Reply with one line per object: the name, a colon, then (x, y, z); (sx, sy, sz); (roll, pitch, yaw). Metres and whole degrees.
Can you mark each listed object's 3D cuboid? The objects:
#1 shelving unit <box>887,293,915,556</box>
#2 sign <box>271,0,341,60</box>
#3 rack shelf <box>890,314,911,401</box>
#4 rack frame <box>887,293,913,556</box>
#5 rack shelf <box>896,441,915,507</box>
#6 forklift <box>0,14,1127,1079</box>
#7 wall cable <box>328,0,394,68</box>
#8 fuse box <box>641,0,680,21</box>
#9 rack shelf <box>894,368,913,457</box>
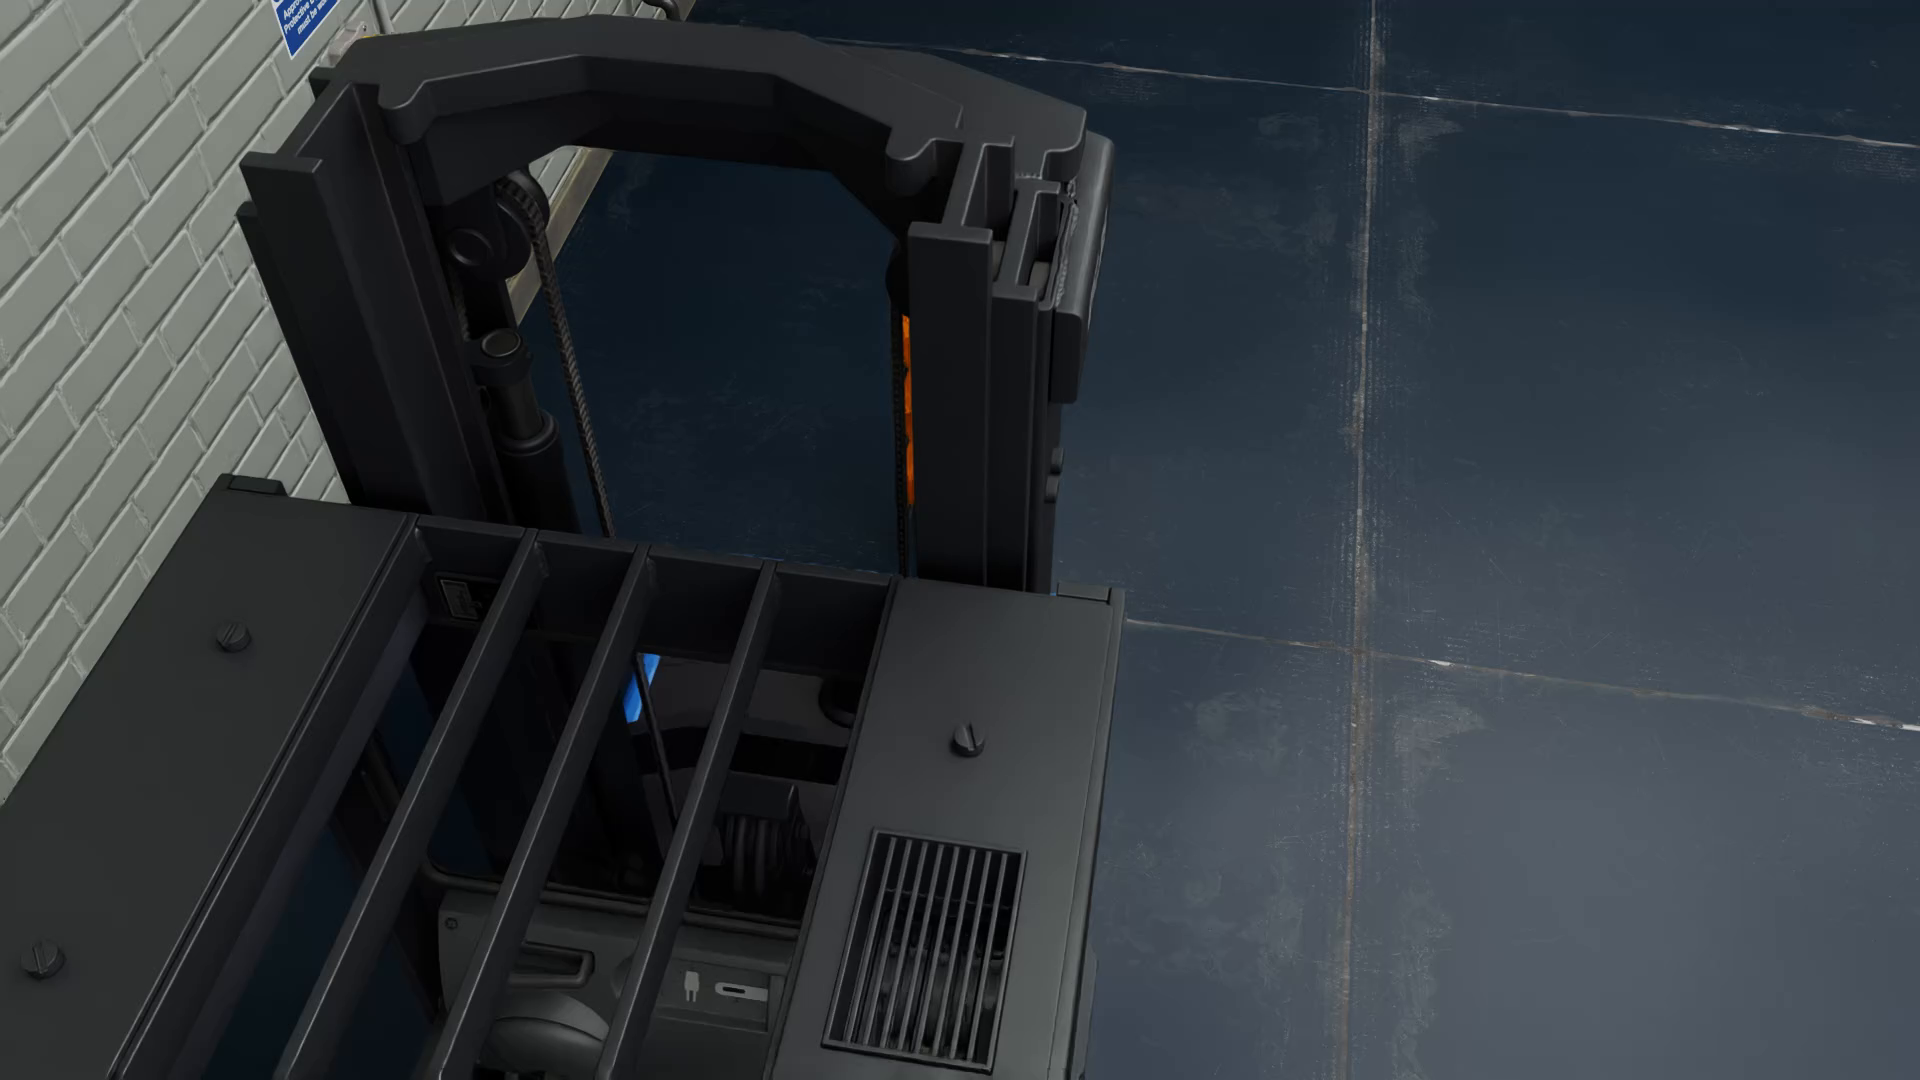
shelving unit: (-0.053, -0.358, 4.866); (0.252, 1.050, 0.215); (8, 49, 7)
sign: (-1.706, -1.436, 4.342); (0.001, 0.218, 0.327); (8, 49, 7)
rack shelf: (-0.053, -0.541, 4.663); (0.240, 0.259, 0.215); (8, 49, 7)
rack frame: (-0.173, -0.374, 4.880); (0.008, 1.050, 0.200); (8, 49, 7)
rack shelf: (-0.053, -0.165, 5.080); (0.240, 0.259, 0.215); (8, 49, 7)
forklift: (-0.398, 0.898, 2.472); (1.130, 2.935, 3.031); (7, 48, 6)
wall cable: (-1.638, -1.722, 4.077); (0.123, 1.953, 0.585); (8, 49, 7)
fuse box: (-1.120, -2.460, 6.310); (0.414, 1.711, 0.539); (8, 49, 7)
rack shelf: (-0.053, -0.351, 4.874); (0.240, 0.259, 0.215); (8, 49, 7)
